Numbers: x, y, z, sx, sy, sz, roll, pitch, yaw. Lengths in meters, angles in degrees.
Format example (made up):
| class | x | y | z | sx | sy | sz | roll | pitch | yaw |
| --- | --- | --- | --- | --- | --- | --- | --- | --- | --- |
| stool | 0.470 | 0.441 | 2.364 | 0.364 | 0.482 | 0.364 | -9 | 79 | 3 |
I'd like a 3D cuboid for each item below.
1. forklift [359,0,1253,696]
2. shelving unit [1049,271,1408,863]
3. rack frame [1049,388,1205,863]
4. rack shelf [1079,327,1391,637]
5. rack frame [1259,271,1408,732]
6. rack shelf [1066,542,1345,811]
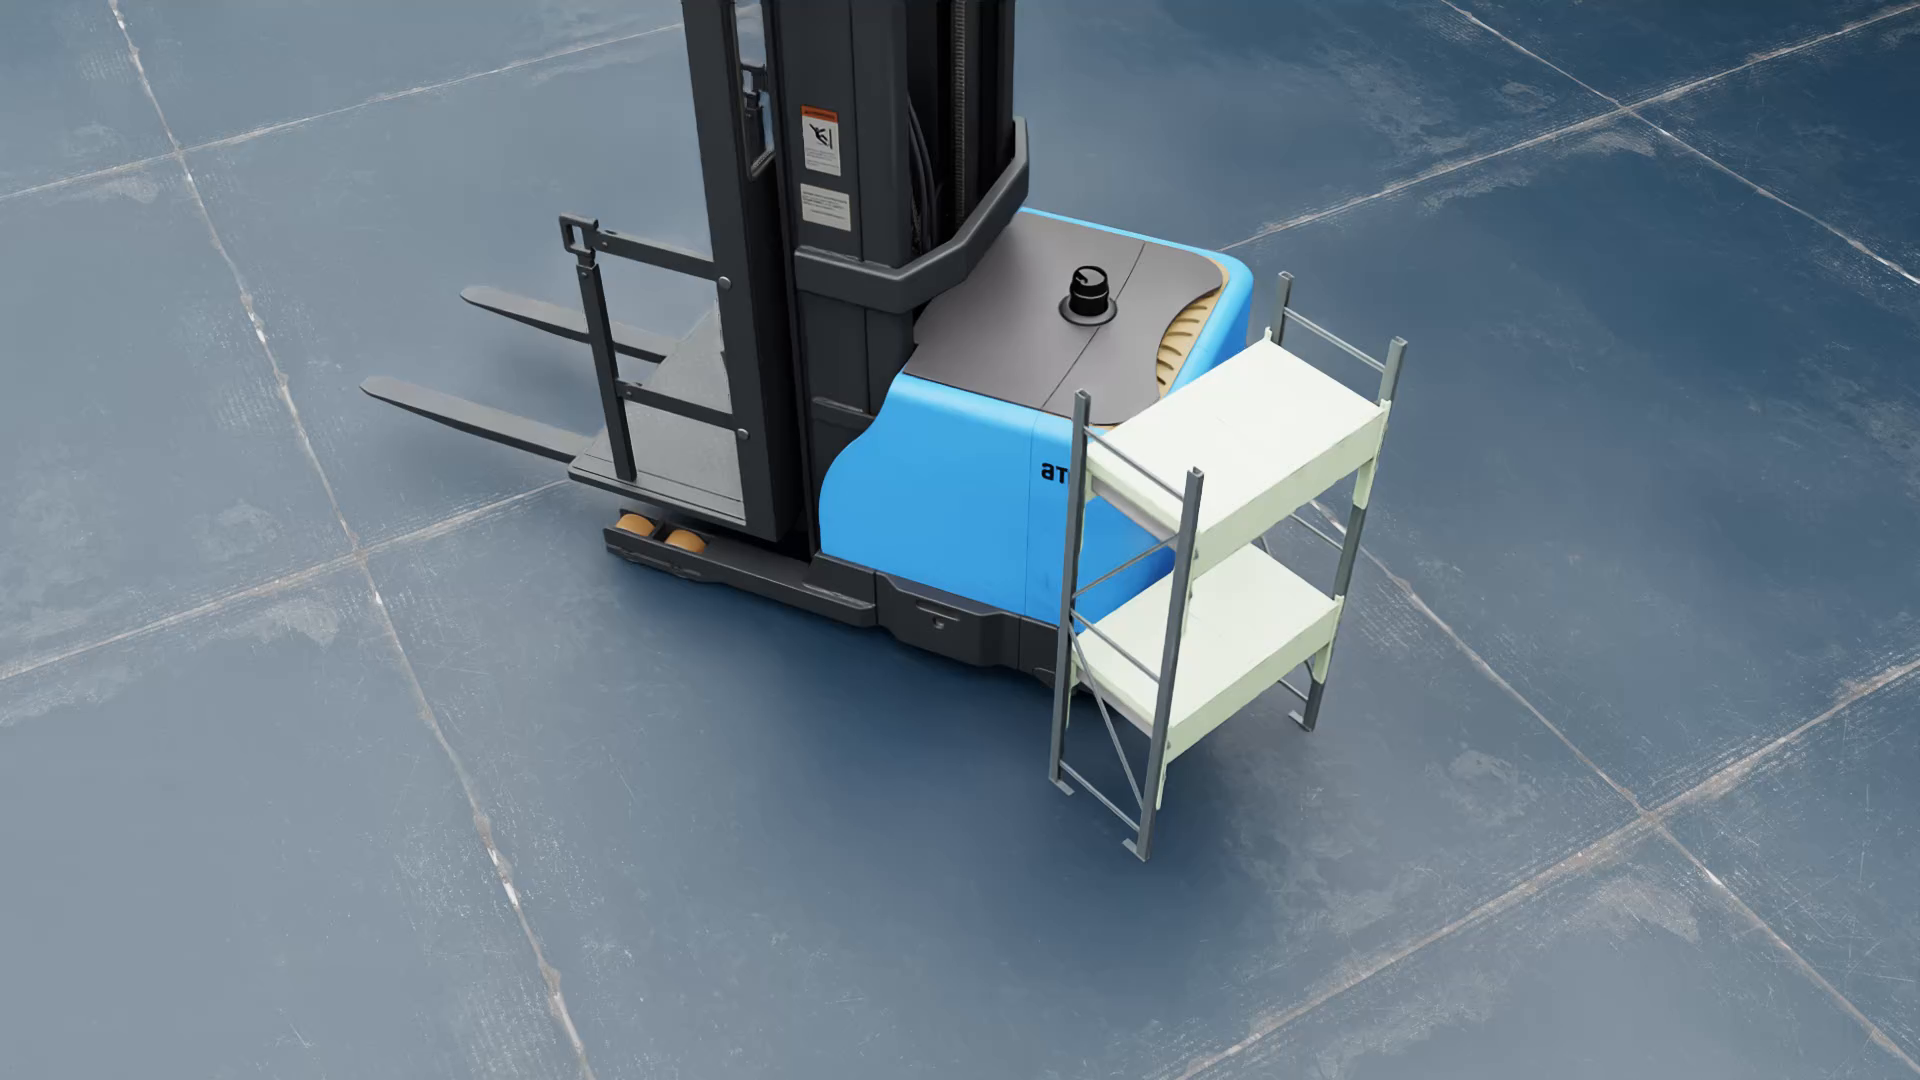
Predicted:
| class | x | y | z | sx | sy | sz | roll | pitch | yaw |
| --- | --- | --- | --- | --- | --- | --- | --- | --- | --- |
| forklift | -0.650 | -1.241 | 4.924 | 3.031 | 2.935 | 1.130 | 17 | 47 | 17 |
| shelving unit | 0.685 | 0.116 | 4.552 | 0.755 | 1.500 | 0.431 | -31 | 53 | -28 |
| rack frame | 0.410 | 0.284 | 4.379 | 0.023 | 1.500 | 0.400 | -31 | 53 | -28 |
| rack shelf | 0.687 | -0.163 | 4.279 | 0.720 | 0.370 | 0.431 | -31 | 53 | -28 |
| rack frame | 0.961 | -0.052 | 4.725 | 0.023 | 1.500 | 0.400 | -31 | 53 | -28 |
| rack shelf | 0.684 | 0.349 | 4.780 | 0.720 | 0.370 | 0.431 | -31 | 53 | -28 |
